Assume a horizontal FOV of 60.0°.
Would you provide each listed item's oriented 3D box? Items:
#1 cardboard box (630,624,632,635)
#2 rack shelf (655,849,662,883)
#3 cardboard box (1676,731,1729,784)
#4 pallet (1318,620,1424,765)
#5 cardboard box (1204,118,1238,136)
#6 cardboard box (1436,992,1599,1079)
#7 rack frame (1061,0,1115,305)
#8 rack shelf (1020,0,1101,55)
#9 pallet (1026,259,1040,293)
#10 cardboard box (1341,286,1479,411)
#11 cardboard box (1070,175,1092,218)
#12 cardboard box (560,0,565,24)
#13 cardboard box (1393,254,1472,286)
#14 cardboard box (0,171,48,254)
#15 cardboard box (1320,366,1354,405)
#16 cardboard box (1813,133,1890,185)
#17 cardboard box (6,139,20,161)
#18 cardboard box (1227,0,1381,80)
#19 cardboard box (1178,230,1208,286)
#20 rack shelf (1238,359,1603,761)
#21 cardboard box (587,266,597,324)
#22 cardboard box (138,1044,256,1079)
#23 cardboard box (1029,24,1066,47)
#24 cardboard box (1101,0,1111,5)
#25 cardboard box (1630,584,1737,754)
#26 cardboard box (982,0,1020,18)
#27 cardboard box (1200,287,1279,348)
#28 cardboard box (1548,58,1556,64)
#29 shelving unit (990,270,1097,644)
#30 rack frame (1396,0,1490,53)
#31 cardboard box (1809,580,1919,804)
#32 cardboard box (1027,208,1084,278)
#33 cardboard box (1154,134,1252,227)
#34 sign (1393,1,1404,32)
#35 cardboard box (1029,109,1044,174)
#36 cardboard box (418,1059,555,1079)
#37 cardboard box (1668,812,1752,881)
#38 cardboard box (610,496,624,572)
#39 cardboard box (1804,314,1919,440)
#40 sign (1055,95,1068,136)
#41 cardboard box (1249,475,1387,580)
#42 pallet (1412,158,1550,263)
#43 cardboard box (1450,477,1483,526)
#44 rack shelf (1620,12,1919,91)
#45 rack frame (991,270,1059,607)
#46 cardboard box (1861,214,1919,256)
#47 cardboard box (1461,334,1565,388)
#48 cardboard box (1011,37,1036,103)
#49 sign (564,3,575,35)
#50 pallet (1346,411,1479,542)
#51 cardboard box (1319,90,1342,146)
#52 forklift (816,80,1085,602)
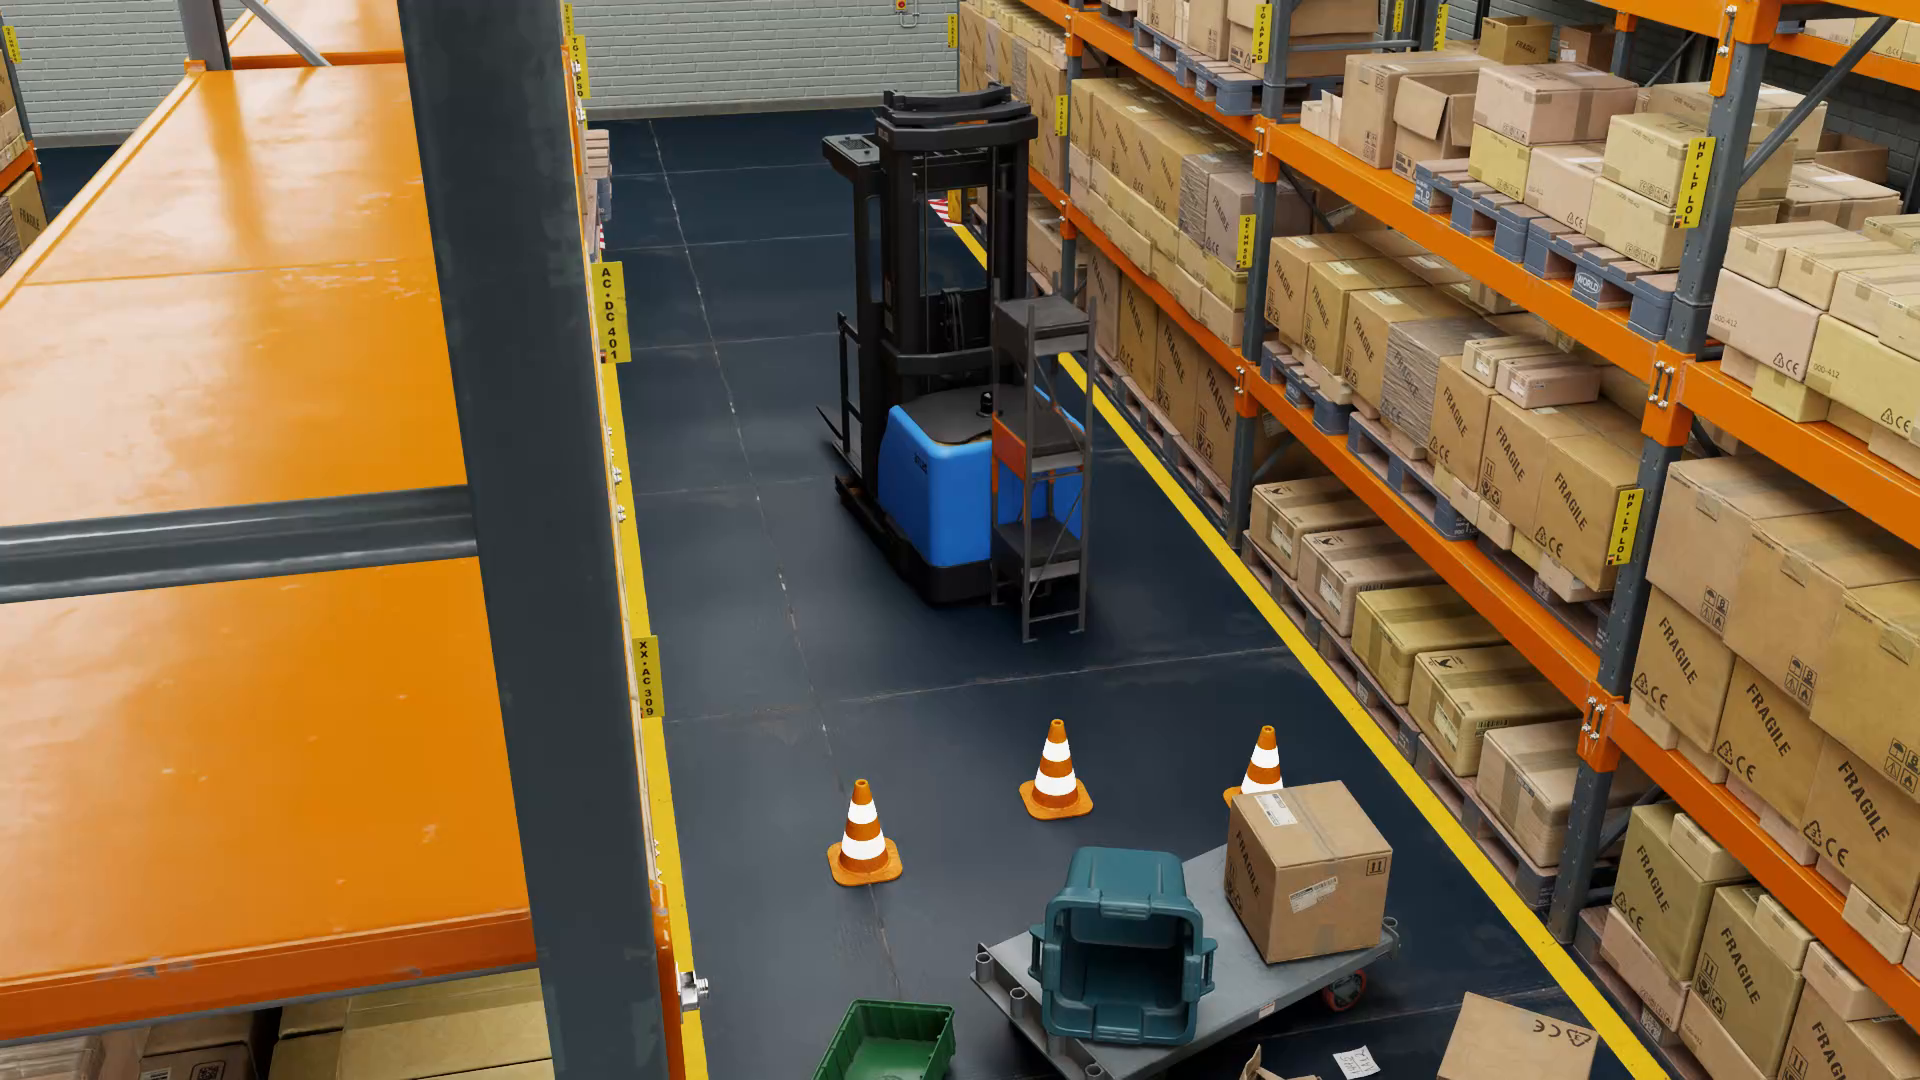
[{"bbox_3d":[-1.485,0.654,6.360,0.500,0.500,0.500,-6,27,-11],"label":"cardboard box"},{"bbox_3d":[-1.178,2.156,4.294,1.077,0.370,4.000,-6,27,-12],"label":"rack shelf"},{"bbox_3d":[3.037,0.799,6.464,0.380,0.149,0.250,-5,27,-10],"label":"cardboard box"},{"bbox_3d":[2.716,0.777,9.324,1.003,0.211,1.213,-6,27,-12],"label":"pallet"},{"bbox_3d":[2.064,-2.746,11.987,0.500,0.500,0.500,-6,27,-11],"label":"cardboard box"},{"bbox_3d":[2.087,2.133,6.312,0.500,0.500,0.500,13,30,24],"label":"cardboard box"},{"bbox_3d":[1.369,-3.102,13.913,1.000,3.000,0.127,-6,27,-12],"label":"rack frame"},{"bbox_3d":[0.918,-4.998,15.139,1.077,0.370,4.000,-6,27,-12],"label":"rack shelf"},{"bbox_3d":[0.995,-2.736,16.282,1.003,0.211,1.213,-6,27,-12],"label":"pallet"},{"bbox_3d":[2.396,-1.029,8.900,0.500,0.500,0.500,-5,27,-11],"label":"cardboard box"},{"bbox_3d":[1.211,-2.815,13.511,0.500,0.250,0.500,-7,28,-13],"label":"cardboard box"},{"bbox_3d":[-3.279,-4.057,12.643,0.500,0.250,0.500,-5,27,-9],"label":"cardboard box"},{"bbox_3d":[2.770,-1.314,9.463,0.500,0.500,0.500,-6,27,-12],"label":"cardboard box"},{"bbox_3d":[-8.966,-2.818,15.242,0.875,0.875,0.875,-6,27,-12],"label":"cardboard box"},{"bbox_3d":[2.252,-0.885,9.333,0.380,0.149,0.250,-6,27,-11],"label":"cardboard box"},{"bbox_3d":[6.557,-2.783,12.701,0.797,0.503,0.637,-7,28,-13],"label":"cardboard box"},{"bbox_3d":[-8.727,-3.503,14.986,0.380,0.149,0.250,-6,27,-11],"label":"cardboard box"},{"bbox_3d":[2.038,-3.069,9.938,0.797,0.503,0.637,-8,28,-15],"label":"cardboard box"},{"bbox_3d":[1.794,-1.914,11.171,0.500,0.250,0.500,-7,28,-13],"label":"cardboard box"},{"bbox_3d":[2.721,-0.147,8.857,1.077,0.370,4.000,-6,27,-12],"label":"rack shelf"},{"bbox_3d":[-1.179,-0.619,4.481,0.380,0.149,0.250,-6,27,-12],"label":"cardboard box"},{"bbox_3d":[-1.110,0.890,1.936,0.500,0.250,0.500,-6,27,-11],"label":"cardboard box"},{"bbox_3d":[0.823,-4.438,14.620,0.380,0.149,0.250,-6,27,-12],"label":"cardboard box"},{"bbox_3d":[1.285,-4.257,12.295,0.500,0.500,0.500,-6,27,-13],"label":"cardboard box"},{"bbox_3d":[2.999,0.454,6.427,0.500,0.500,0.500,-6,27,-12],"label":"cardboard box"},{"bbox_3d":[0.430,-5.107,15.946,0.380,0.149,0.250,-7,28,-13],"label":"cardboard box"},{"bbox_3d":[1.903,-1.475,10.856,0.500,0.250,0.500,-7,28,-13],"label":"cardboard box"},{"bbox_3d":[5.886,-4.810,17.134,0.500,0.250,0.500,-5,27,-10],"label":"cardboard box"},{"bbox_3d":[0.468,-0.461,9.677,0.431,2.100,0.503,-10,28,-19],"label":"shelving unit"},{"bbox_3d":[5.302,-5.364,18.394,1.000,3.000,0.127,-6,27,-12],"label":"rack frame"},{"bbox_3d":[3.240,0.451,5.323,0.700,0.500,0.500,-7,28,-13],"label":"cardboard box"},{"bbox_3d":[1.129,-2.825,15.742,0.875,0.438,0.875,-7,28,-13],"label":"cardboard box"},{"bbox_3d":[1.670,-2.481,11.461,0.500,0.500,0.500,-6,27,-12],"label":"cardboard box"},{"bbox_3d":[4.774,-5.695,18.090,0.100,0.325,0.005,-6,27,-12],"label":"sign"},{"bbox_3d":[0.894,-3.550,14.689,0.500,0.500,0.500,-7,28,-13],"label":"cardboard box"},{"bbox_3d":[-0.492,0.719,1.831,0.380,0.149,0.250,-6,27,-11],"label":"cardboard box"},{"bbox_3d":[3.011,1.173,6.477,0.380,0.149,0.250,-6,27,-11],"label":"cardboard box"},{"bbox_3d":[-0.835,0.049,3.159,0.380,0.149,0.250,-6,27,-11],"label":"cardboard box"},{"bbox_3d":[3.129,-0.548,5.362,0.500,0.250,0.500,-6,27,-12],"label":"cardboard box"},{"bbox_3d":[0.828,-3.467,13.587,0.100,0.325,0.005,-6,27,-12],"label":"sign"},{"bbox_3d":[2.388,-0.111,10.438,0.950,0.372,0.625,-8,28,-15],"label":"cardboard box"},{"bbox_3d":[2.899,-1.582,7.781,1.213,0.211,1.003,-6,27,-12],"label":"pallet"},{"bbox_3d":[2.590,-0.202,7.980,0.380,0.149,0.250,-6,27,-11],"label":"cardboard box"},{"bbox_3d":[6.654,-3.748,12.662,1.077,0.370,4.000,-6,27,-12],"label":"rack shelf"},{"bbox_3d":[0.378,-0.562,9.880,0.400,2.100,0.015,-10,28,-19],"label":"rack frame"},{"bbox_3d":[3.456,-1.056,5.925,0.380,0.149,0.250,-5,27,-11],"label":"cardboard box"},{"bbox_3d":[2.595,-0.843,7.811,0.380,0.149,0.250,-7,28,-14],"label":"cardboard box"},{"bbox_3d":[0.763,-4.218,14.904,0.500,0.500,0.500,-6,27,-11],"label":"cardboard box"},{"bbox_3d":[-3.788,-5.017,16.071,0.100,0.325,0.005,-6,27,-12],"label":"sign"},{"bbox_3d":[2.756,-0.395,8.764,1.003,0.211,1.213,-6,27,-12],"label":"pallet"},{"bbox_3d":[2.233,-2.357,9.258,0.396,0.266,0.258,-6,27,-12],"label":"cardboard box"},{"bbox_3d":[-0.227,-1.570,10.953,1.130,2.935,3.031,-10,28,-19],"label":"forklift"}]
